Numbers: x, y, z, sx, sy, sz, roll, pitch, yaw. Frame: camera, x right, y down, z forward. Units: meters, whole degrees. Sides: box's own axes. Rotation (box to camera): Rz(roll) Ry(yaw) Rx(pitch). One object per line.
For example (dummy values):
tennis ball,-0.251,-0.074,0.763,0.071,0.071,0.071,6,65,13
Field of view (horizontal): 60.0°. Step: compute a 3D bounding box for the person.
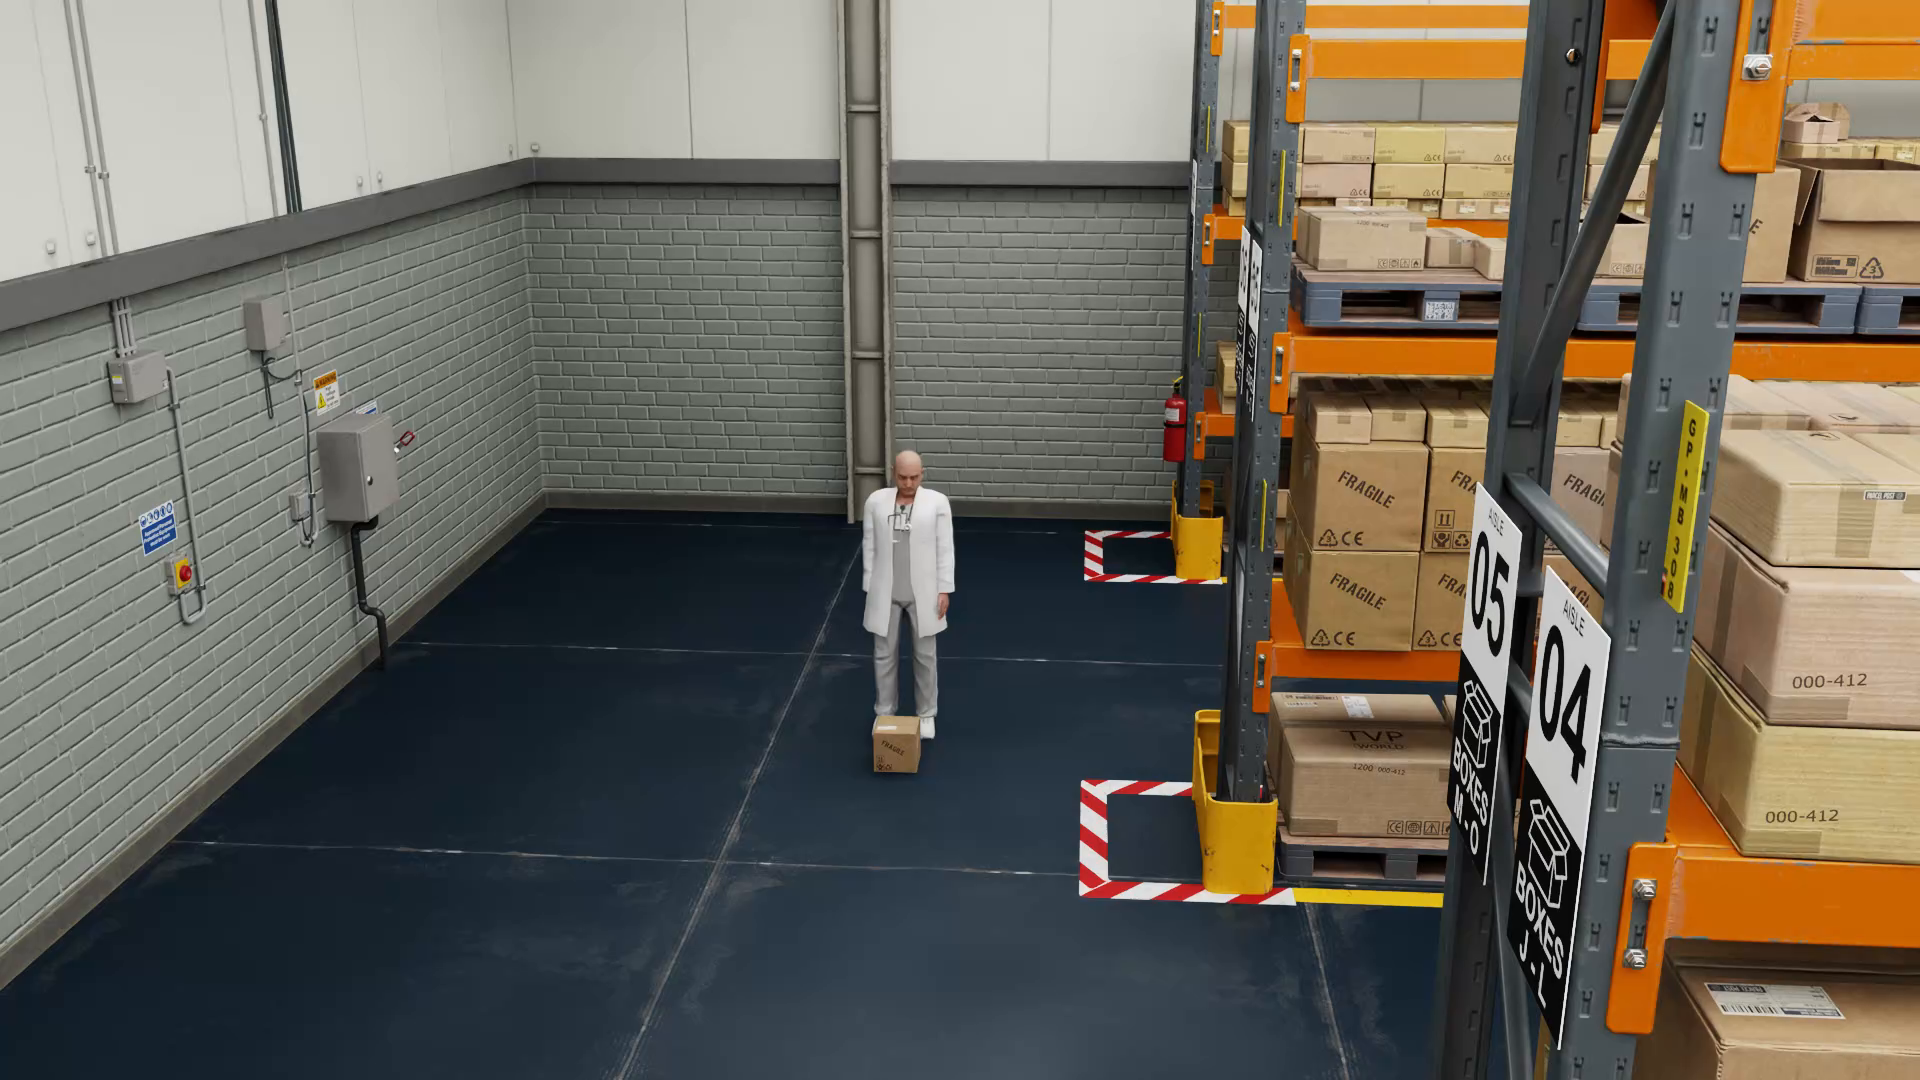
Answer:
person,-0.313,0.326,10.038,0.562,1.777,0.383,2,17,5
